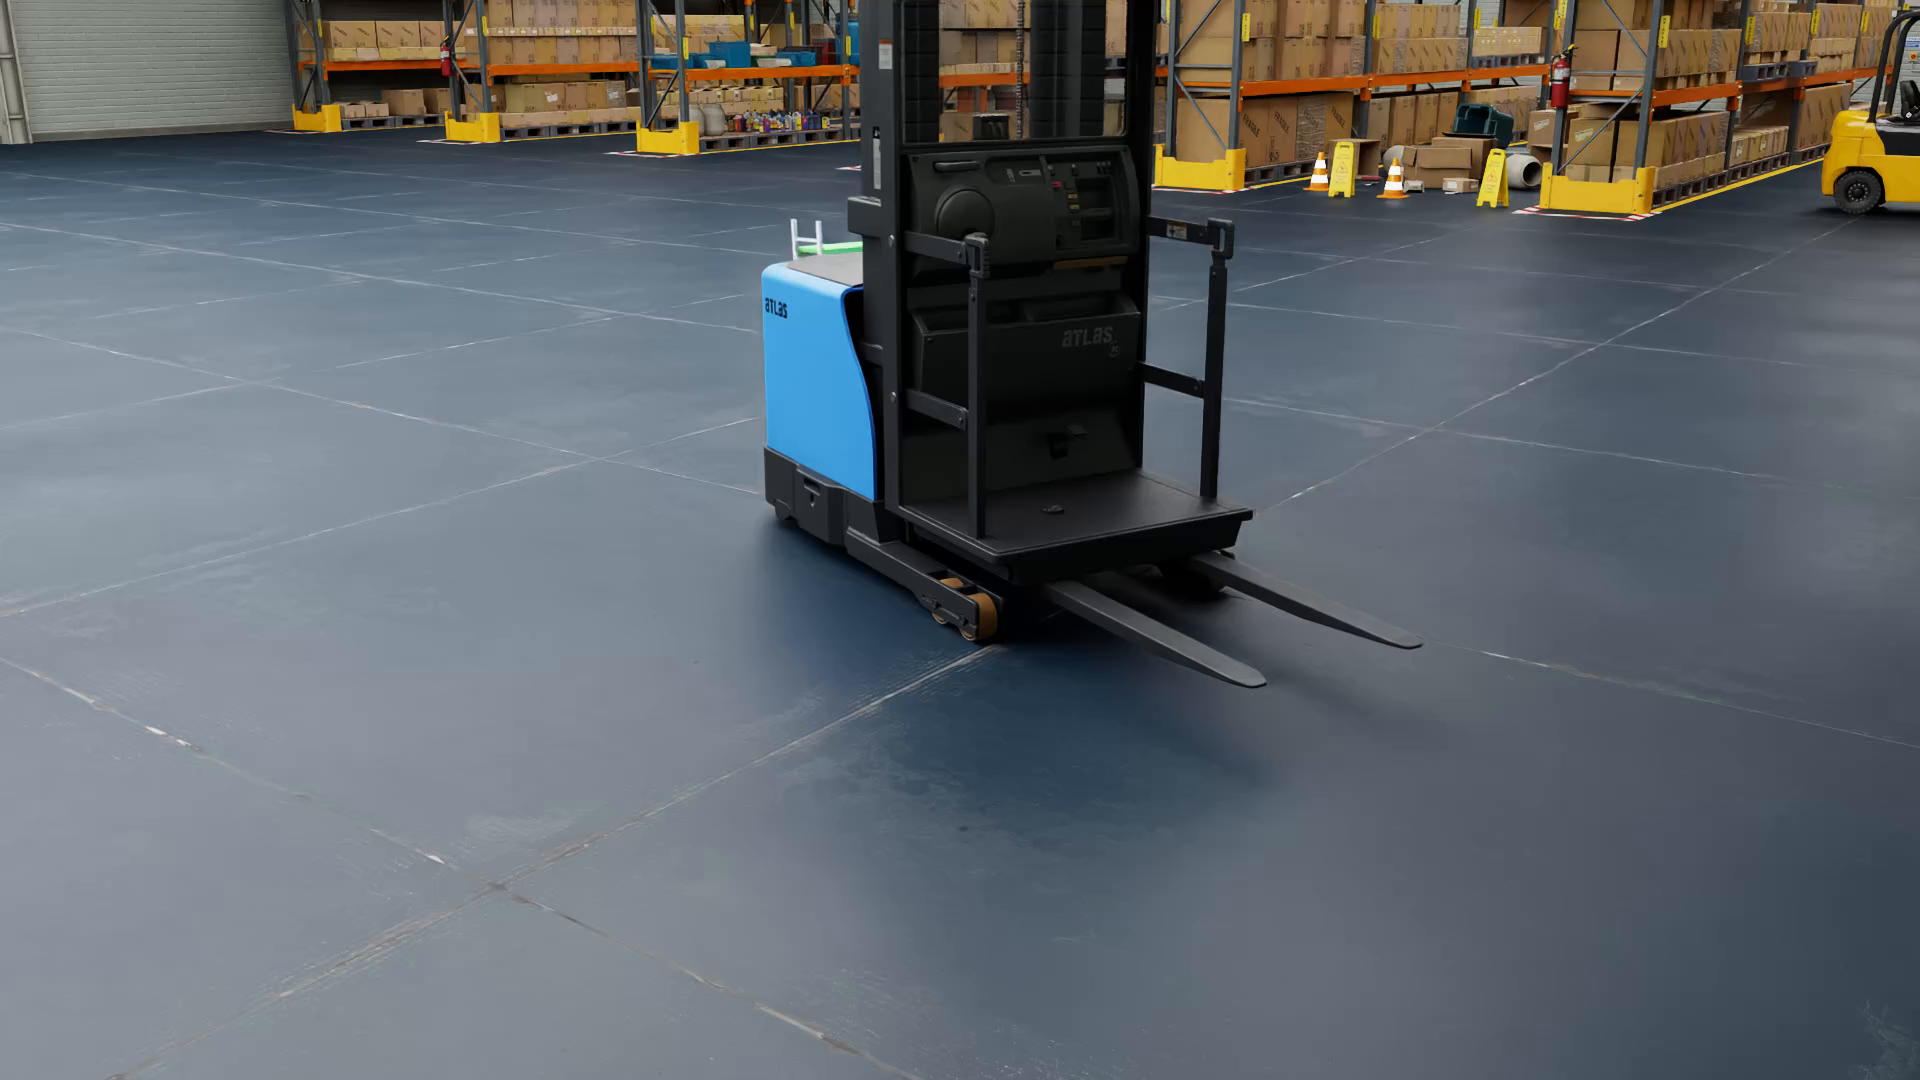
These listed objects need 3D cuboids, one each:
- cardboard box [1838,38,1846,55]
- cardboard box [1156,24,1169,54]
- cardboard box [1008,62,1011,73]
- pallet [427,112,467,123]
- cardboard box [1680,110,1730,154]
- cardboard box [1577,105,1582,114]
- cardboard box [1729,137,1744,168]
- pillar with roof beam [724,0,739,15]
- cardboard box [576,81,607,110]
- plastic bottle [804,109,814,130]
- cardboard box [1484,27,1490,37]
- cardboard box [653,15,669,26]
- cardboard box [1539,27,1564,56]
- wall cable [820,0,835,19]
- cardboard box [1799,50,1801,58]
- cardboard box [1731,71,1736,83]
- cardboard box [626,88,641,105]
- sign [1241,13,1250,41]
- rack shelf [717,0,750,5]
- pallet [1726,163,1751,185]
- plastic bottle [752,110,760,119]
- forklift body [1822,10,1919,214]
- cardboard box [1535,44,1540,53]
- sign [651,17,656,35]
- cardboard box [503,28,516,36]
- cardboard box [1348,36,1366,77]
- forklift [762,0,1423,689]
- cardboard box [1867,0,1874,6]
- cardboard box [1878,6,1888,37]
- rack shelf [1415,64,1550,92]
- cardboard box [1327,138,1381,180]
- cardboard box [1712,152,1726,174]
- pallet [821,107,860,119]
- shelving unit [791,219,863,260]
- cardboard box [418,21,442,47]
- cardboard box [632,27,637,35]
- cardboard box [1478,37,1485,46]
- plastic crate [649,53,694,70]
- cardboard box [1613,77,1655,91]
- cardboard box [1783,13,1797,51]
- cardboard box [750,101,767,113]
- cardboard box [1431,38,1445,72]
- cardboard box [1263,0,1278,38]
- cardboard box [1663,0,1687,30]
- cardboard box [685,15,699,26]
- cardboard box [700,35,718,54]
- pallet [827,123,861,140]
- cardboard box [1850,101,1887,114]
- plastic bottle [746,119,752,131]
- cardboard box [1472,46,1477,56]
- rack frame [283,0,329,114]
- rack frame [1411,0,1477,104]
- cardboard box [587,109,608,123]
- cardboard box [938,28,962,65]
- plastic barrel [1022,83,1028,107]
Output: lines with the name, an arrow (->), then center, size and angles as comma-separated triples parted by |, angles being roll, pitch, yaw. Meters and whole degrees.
cardboard box -> 13.624, -7.787, 26.221 | 0.500, 0.250, 0.500 | 13, 22, 36
cardboard box -> 3.403, -8.773, 29.110 | 0.500, 0.500, 0.700 | -16, 24, -42
cardboard box -> 0.554, -7.234, 25.456 | 0.380, 0.149, 0.250 | 12, 21, 35
pallet -> -10.744, -8.986, 35.375 | 1.003, 0.211, 1.213 | 12, 21, 35
cardboard box -> 9.383, -5.164, 21.030 | 0.500, 0.500, 0.500 | 12, 21, 34
cardboard box -> 11.776, -8.313, 32.104 | 0.380, 0.149, 0.250 | 14, 22, 37
cardboard box -> 9.831, -5.178, 22.133 | 0.950, 0.372, 0.625 | 13, 21, 35
pillar with roof beam -> -2.426, -14.813, 39.323 | 9.100, 9.000, 0.400 | 12, 21, 35
cardboard box -> -7.095, -8.469, 31.673 | 0.500, 0.500, 0.500 | 12, 21, 35
plastic bottle -> -2.683, -7.428, 29.382 | 0.144, 0.351, 0.185 | 11, 20, 32
cardboard box -> 8.607, -8.473, 27.733 | 0.380, 0.149, 0.250 | 12, 21, 34
cardboard box -> -7.192, -12.185, 39.006 | 0.500, 0.250, 0.500 | 12, 21, 34
cardboard box -> 10.749, -9.126, 30.455 | 0.500, 0.500, 0.500 | 12, 21, 34
wall cable -> -3.219, -14.299, 46.070 | 0.084, 1.984, 1.851 | 12, 21, 35
cardboard box -> 11.796, -6.944, 23.813 | 0.380, 0.149, 0.250 | 13, 21, 36
cardboard box -> 9.574, -5.857, 21.019 | 0.380, 0.149, 0.250 | 12, 21, 34
cardboard box -> -6.381, -8.912, 33.417 | 0.500, 0.311, 0.500 | 12, 21, 35
sign -> 3.544, -6.357, 20.613 | 0.100, 0.325, 0.005 | 12, 21, 35
rack shelf -> -6.797, -13.002, 39.761 | 1.077, 0.370, 4.000 | 12, 21, 35
pallet -> 9.983, -4.961, 22.414 | 1.003, 0.211, 1.213 | 12, 21, 35
plastic bottle -> -3.596, -7.413, 29.333 | 0.144, 0.351, 0.185 | 12, 21, 34
forklift body -> 10.790, -4.647, 18.131 | 2.313, 2.155, 1.214 | 12, 21, 35
cardboard box -> 10.174, -8.814, 29.835 | 0.380, 0.149, 0.250 | 12, 21, 33
sign -> -5.945, -9.963, 32.226 | 0.100, 0.325, 0.005 | 12, 21, 35
cardboard box -> -8.213, -9.133, 29.885 | 0.380, 0.149, 0.250 | 12, 21, 33
cardboard box -> 5.275, -6.939, 23.829 | 0.875, 0.550, 0.550 | 12, 21, 35
forklift -> 0.348, -1.208, 5.743 | 1.130, 2.935, 3.031 | -10, 20, -29
cardboard box -> 15.139, -9.057, 27.955 | 0.380, 0.149, 0.250 | 12, 21, 34
cardboard box -> 15.688, -8.967, 28.758 | 0.500, 0.500, 0.500 | 12, 21, 34
rack shelf -> 9.060, -8.043, 28.850 | 1.077, 0.370, 4.000 | 12, 21, 35
cardboard box -> 5.384, -5.214, 22.737 | 0.500, 0.500, 0.500 | -16, 23, -41
cardboard box -> 9.384, -4.806, 21.141 | 0.500, 0.250, 0.500 | 14, 22, 37
pallet -> -2.806, -9.691, 37.645 | 1.003, 0.211, 1.213 | 12, 21, 35
shelving unit -> -0.442, -0.837, 7.443 | 0.503, 1.200, 0.258 | -11, 17, -33
cardboard box -> -11.007, -10.375, 34.100 | 0.500, 0.500, 0.500 | 12, 21, 33
cardboard box -> -6.382, -9.864, 32.240 | 0.380, 0.149, 0.250 | 12, 21, 35
cardboard box -> 8.477, -8.278, 27.606 | 0.380, 0.149, 0.250 | 14, 22, 37
plastic crate -> -4.742, -7.882, 27.368 | 0.499, 0.251, 0.616 | 12, 21, 35
cardboard box -> 7.506, -5.079, 18.514 | 0.380, 0.149, 0.250 | 13, 21, 35
cardboard box -> 11.257, -7.047, 23.051 | 0.500, 0.500, 0.500 | 11, 20, 31
cardboard box -> -4.430, -9.158, 35.155 | 0.500, 0.250, 0.500 | 12, 21, 34
cardboard box -> 7.219, -7.566, 25.931 | 0.500, 0.500, 0.500 | 12, 21, 34
cardboard box -> 3.607, -6.821, 21.628 | 0.875, 0.550, 0.550 | 12, 21, 35
cardboard box -> 8.204, -6.335, 19.780 | 0.700, 0.500, 0.500 | 12, 21, 34
cardboard box -> -6.598, -12.427, 39.787 | 0.500, 0.250, 0.500 | 12, 21, 34
cardboard box -> -5.309, -10.082, 34.034 | 0.500, 0.500, 0.500 | 12, 21, 35
pallet -> -1.979, -7.596, 30.898 | 1.003, 0.211, 1.213 | 12, 21, 35
cardboard box -> 16.358, -7.767, 30.361 | 0.875, 0.438, 0.875 | 12, 21, 33
plastic bottle -> -3.691, -7.240, 29.027 | 0.097, 0.201, 0.097 | 0, 17, 0
cardboard box -> 8.297, -8.062, 27.413 | 0.380, 0.149, 0.250 | 12, 21, 34
rack frame -> -12.756, -9.531, 32.429 | 1.000, 3.000, 0.127 | 12, 21, 35
rack frame -> 7.868, -7.910, 27.209 | 1.000, 3.000, 0.127 | 12, 21, 35
cardboard box -> -7.085, -8.109, 31.777 | 0.500, 0.250, 0.500 | 12, 21, 35
cardboard box -> -0.472, -7.221, 24.321 | 0.875, 0.500, 0.500 | 12, 21, 35
plastic barrel -> 1.591, -9.542, 35.294 | 0.600, 0.901, 0.708 | 12, 21, 35
